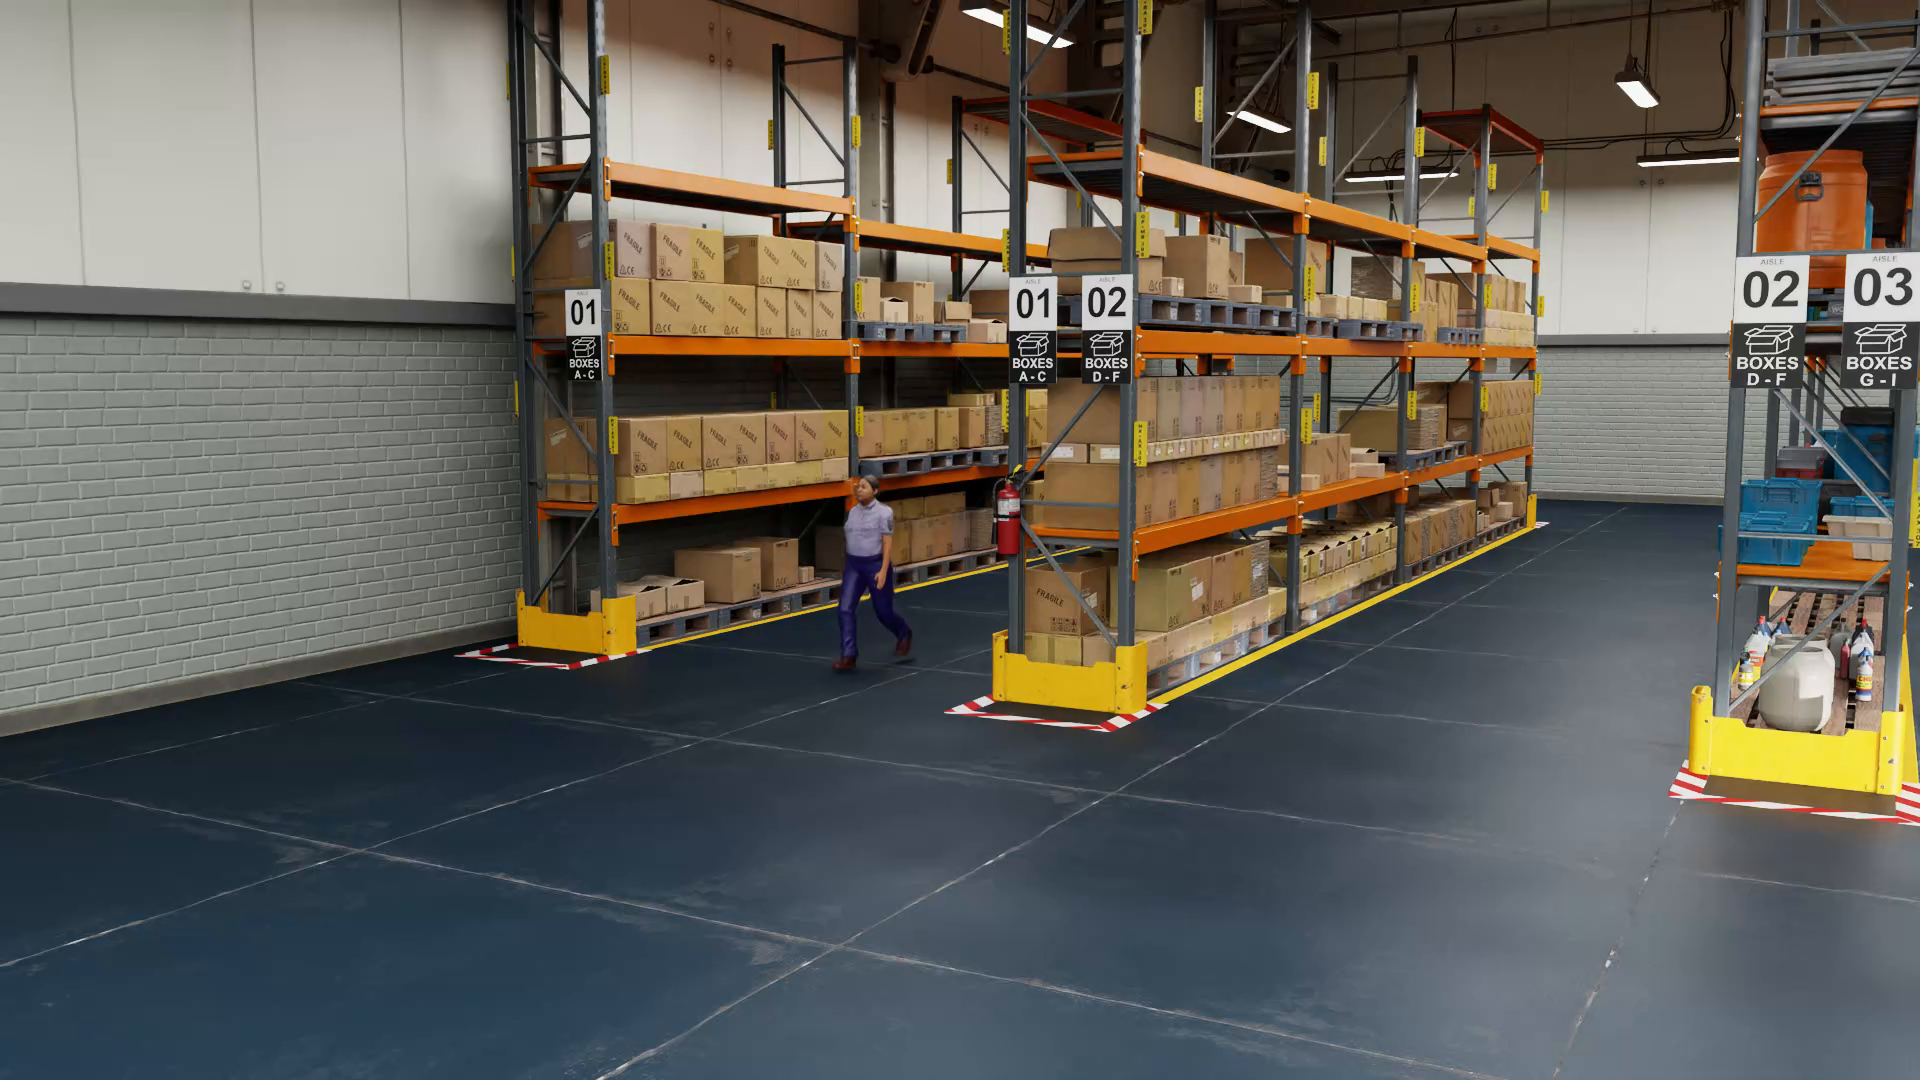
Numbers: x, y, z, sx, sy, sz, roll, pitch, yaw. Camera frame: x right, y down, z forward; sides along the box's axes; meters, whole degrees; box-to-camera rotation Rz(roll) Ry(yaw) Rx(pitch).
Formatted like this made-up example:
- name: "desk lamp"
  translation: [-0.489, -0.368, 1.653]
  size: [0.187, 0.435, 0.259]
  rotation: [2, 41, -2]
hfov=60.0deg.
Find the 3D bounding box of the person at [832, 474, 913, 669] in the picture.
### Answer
- name: "person"
  translation: [-0.749, 0.256, 14.014]
  size: [0.470, 1.587, 0.904]
  rotation: [3, 7, 29]
